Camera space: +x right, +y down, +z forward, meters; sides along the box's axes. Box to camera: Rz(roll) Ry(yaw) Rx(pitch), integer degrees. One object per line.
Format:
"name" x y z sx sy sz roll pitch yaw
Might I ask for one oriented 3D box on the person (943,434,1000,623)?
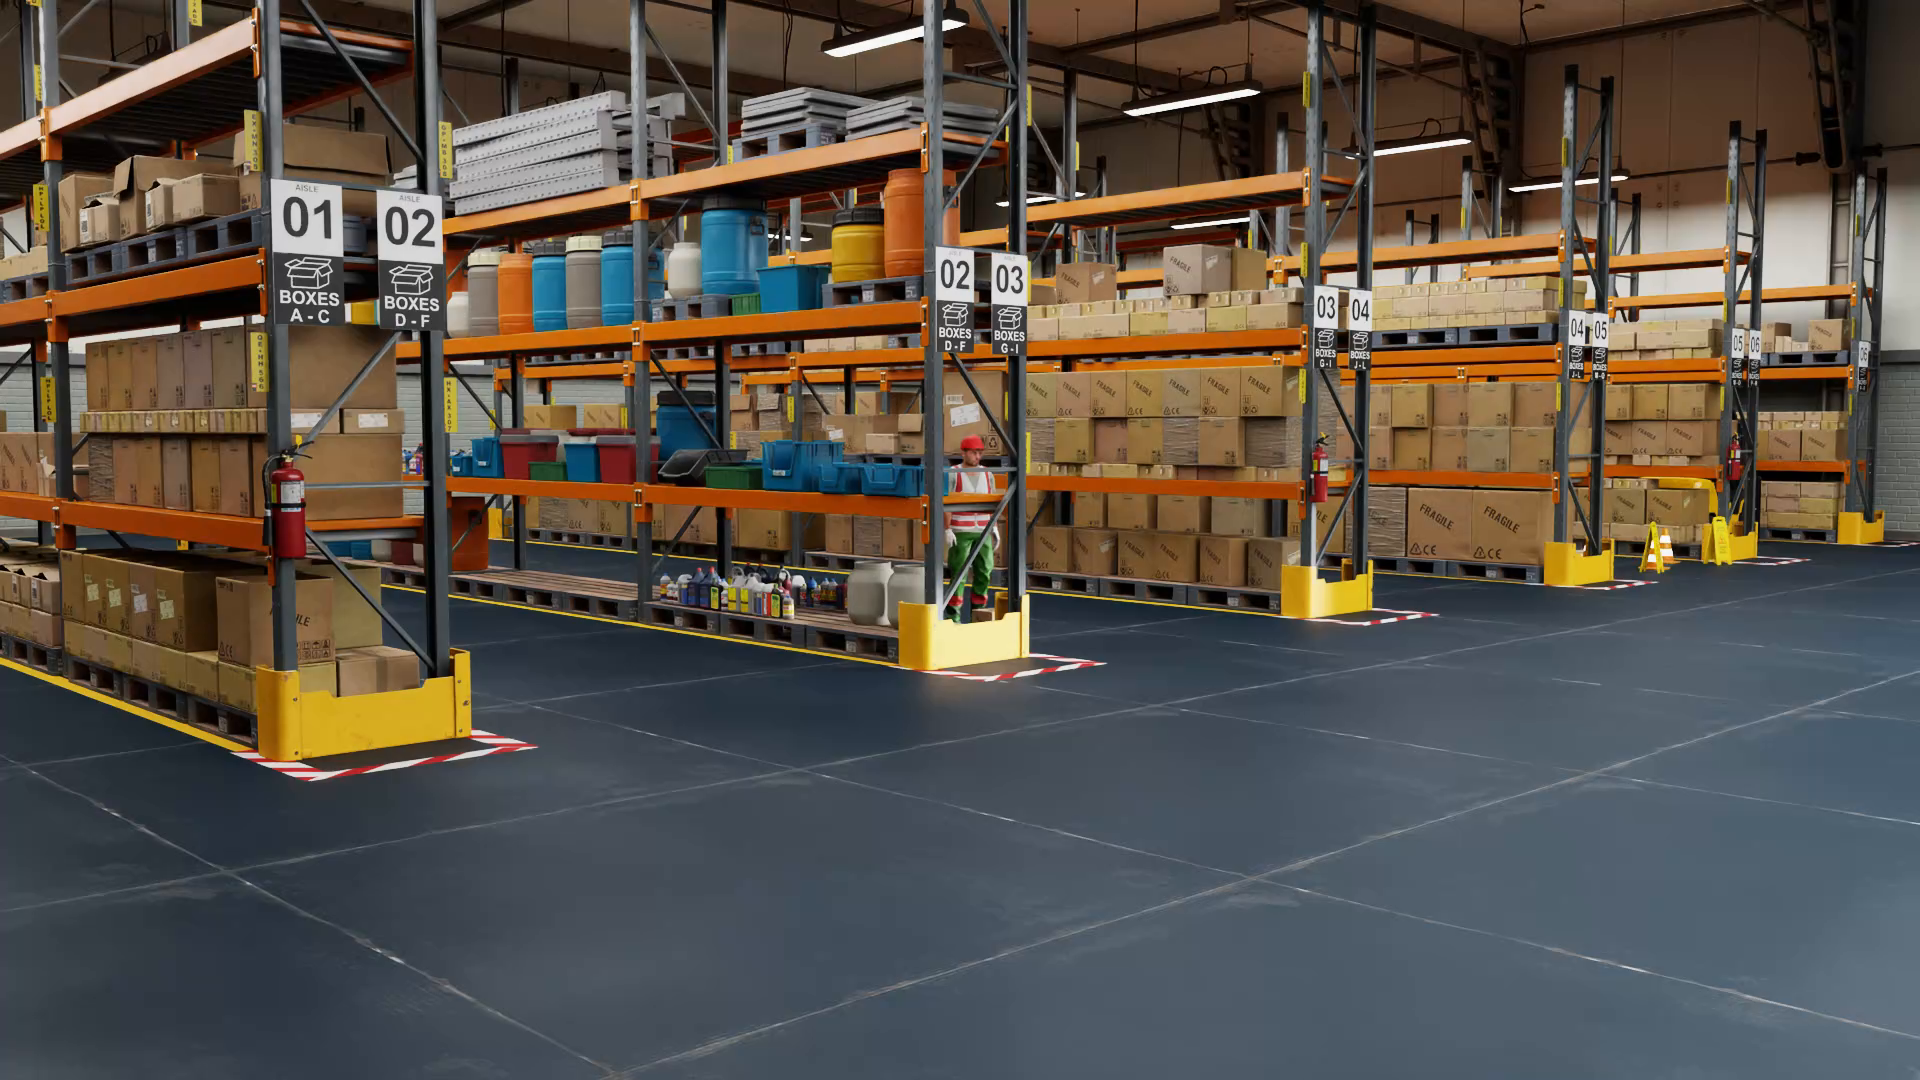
"person" 0.101 -0.055 14.903 0.526 1.780 0.344 -2 4 -24
